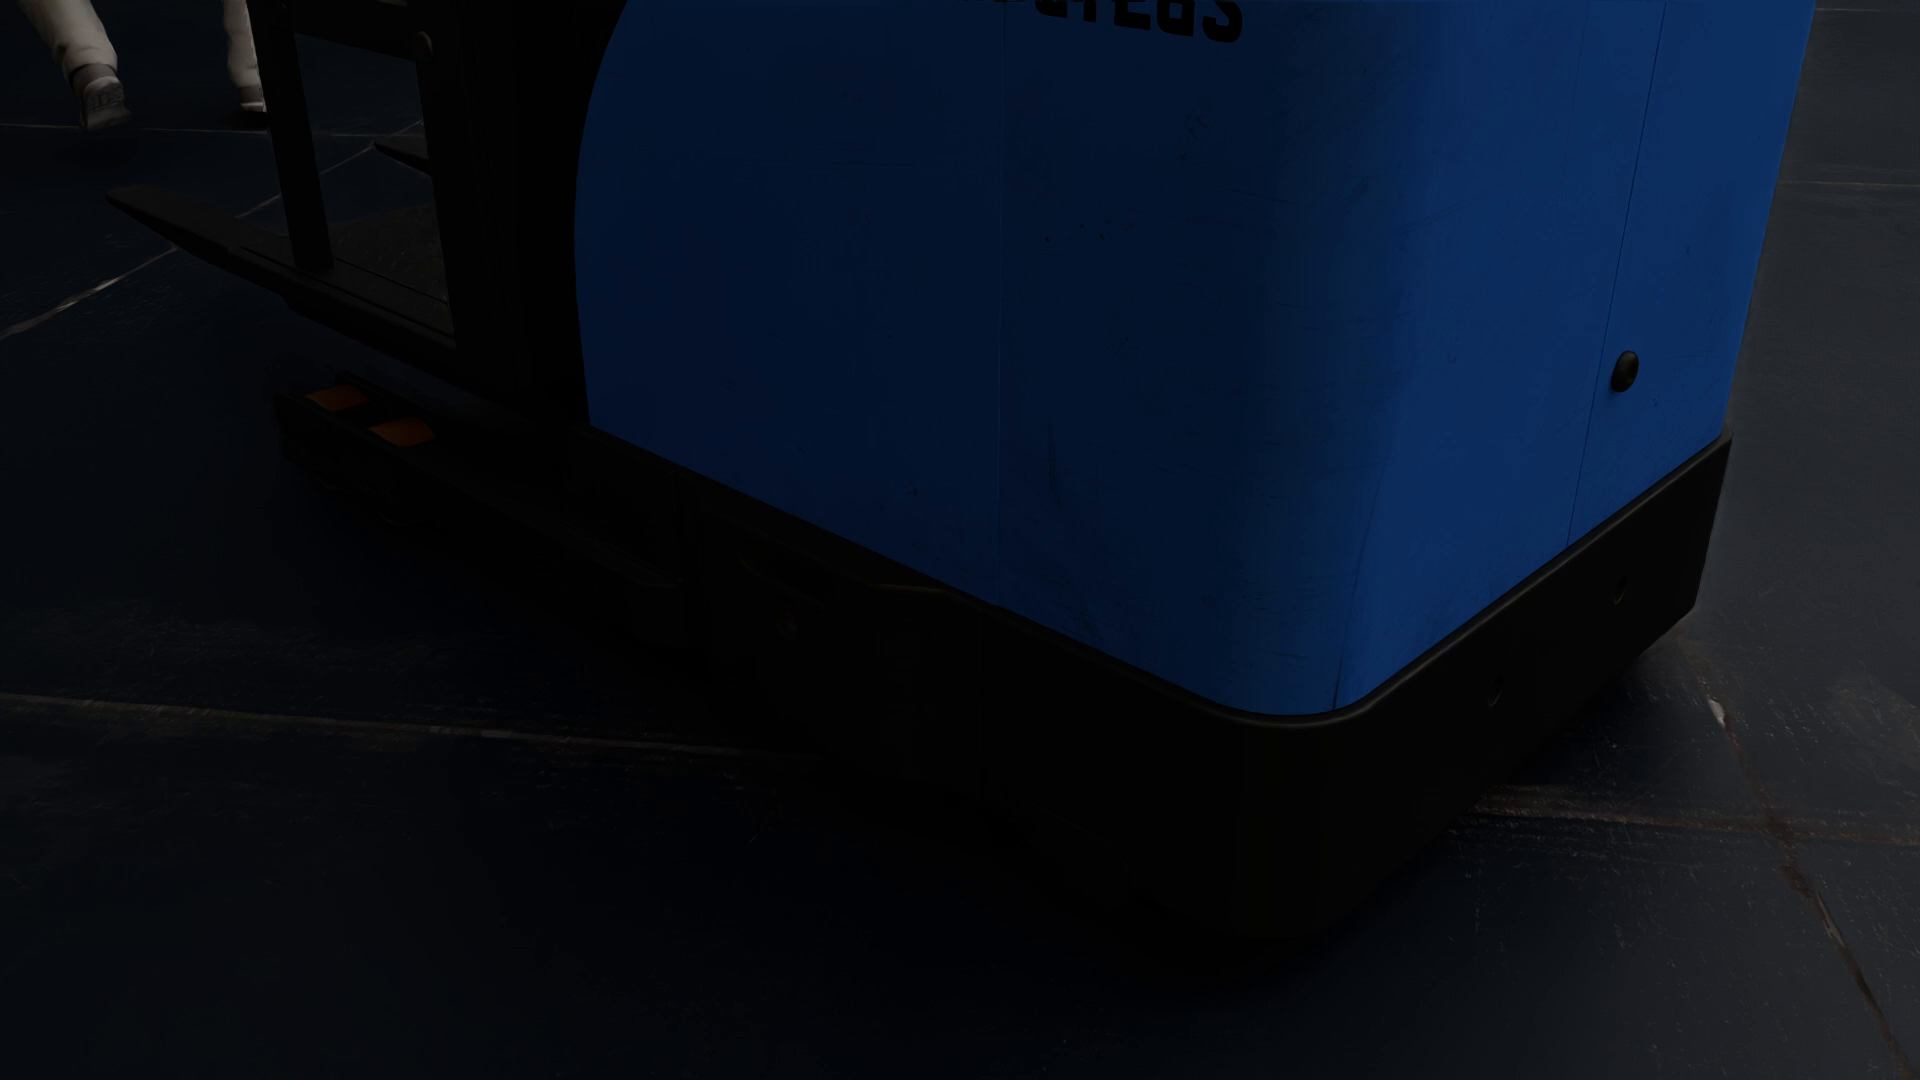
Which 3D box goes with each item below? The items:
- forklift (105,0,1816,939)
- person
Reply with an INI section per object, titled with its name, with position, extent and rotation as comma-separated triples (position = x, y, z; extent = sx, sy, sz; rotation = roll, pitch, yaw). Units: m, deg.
[forklift]
position = -0.446, -1.482, 2.187
extent = 3.031, 2.935, 1.130
rotation = 23, 34, 38
[person]
position = -2.144, -1.983, 4.711
extent = 1.080, 1.558, 0.759
rotation = -22, 34, -37
